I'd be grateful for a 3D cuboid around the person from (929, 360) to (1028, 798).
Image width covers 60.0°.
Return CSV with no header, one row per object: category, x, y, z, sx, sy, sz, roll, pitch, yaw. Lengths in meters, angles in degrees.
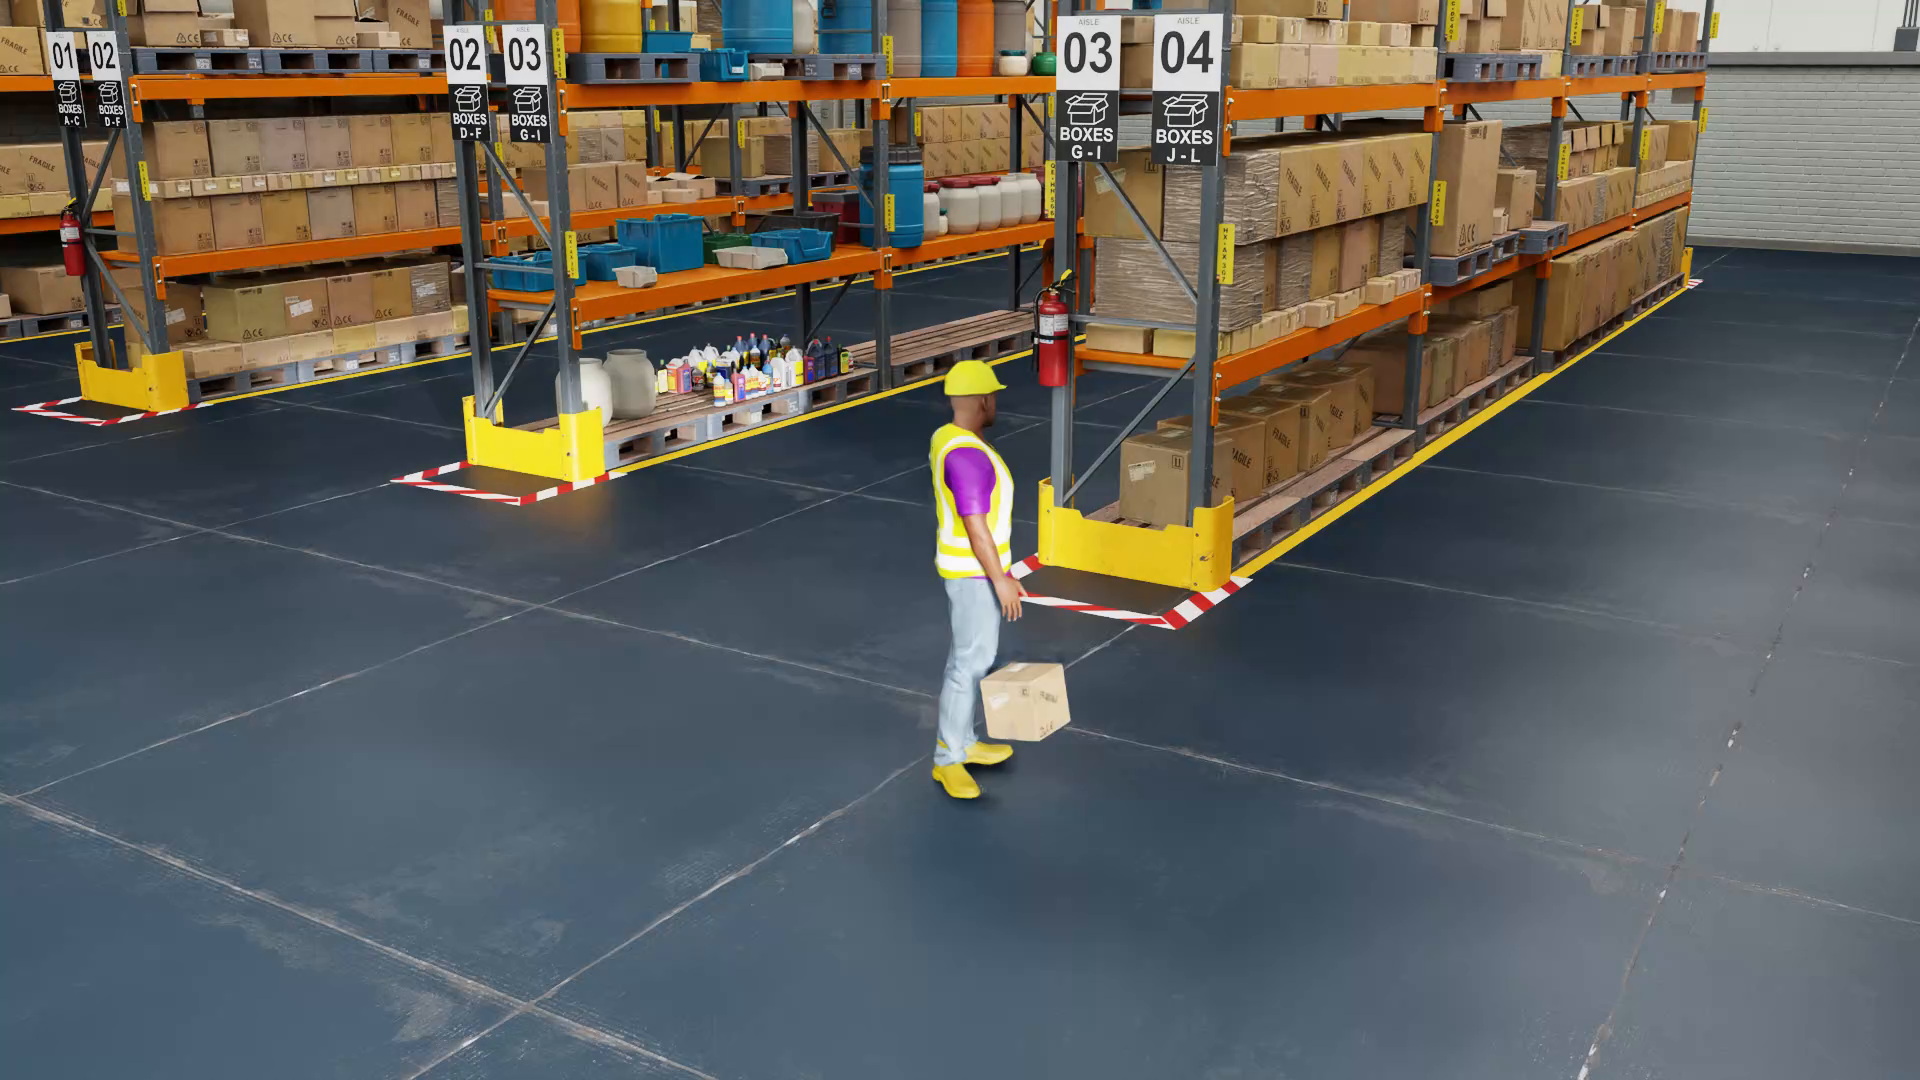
person,0.075,0.138,6.948,0.396,1.768,0.671,-1,16,-3
